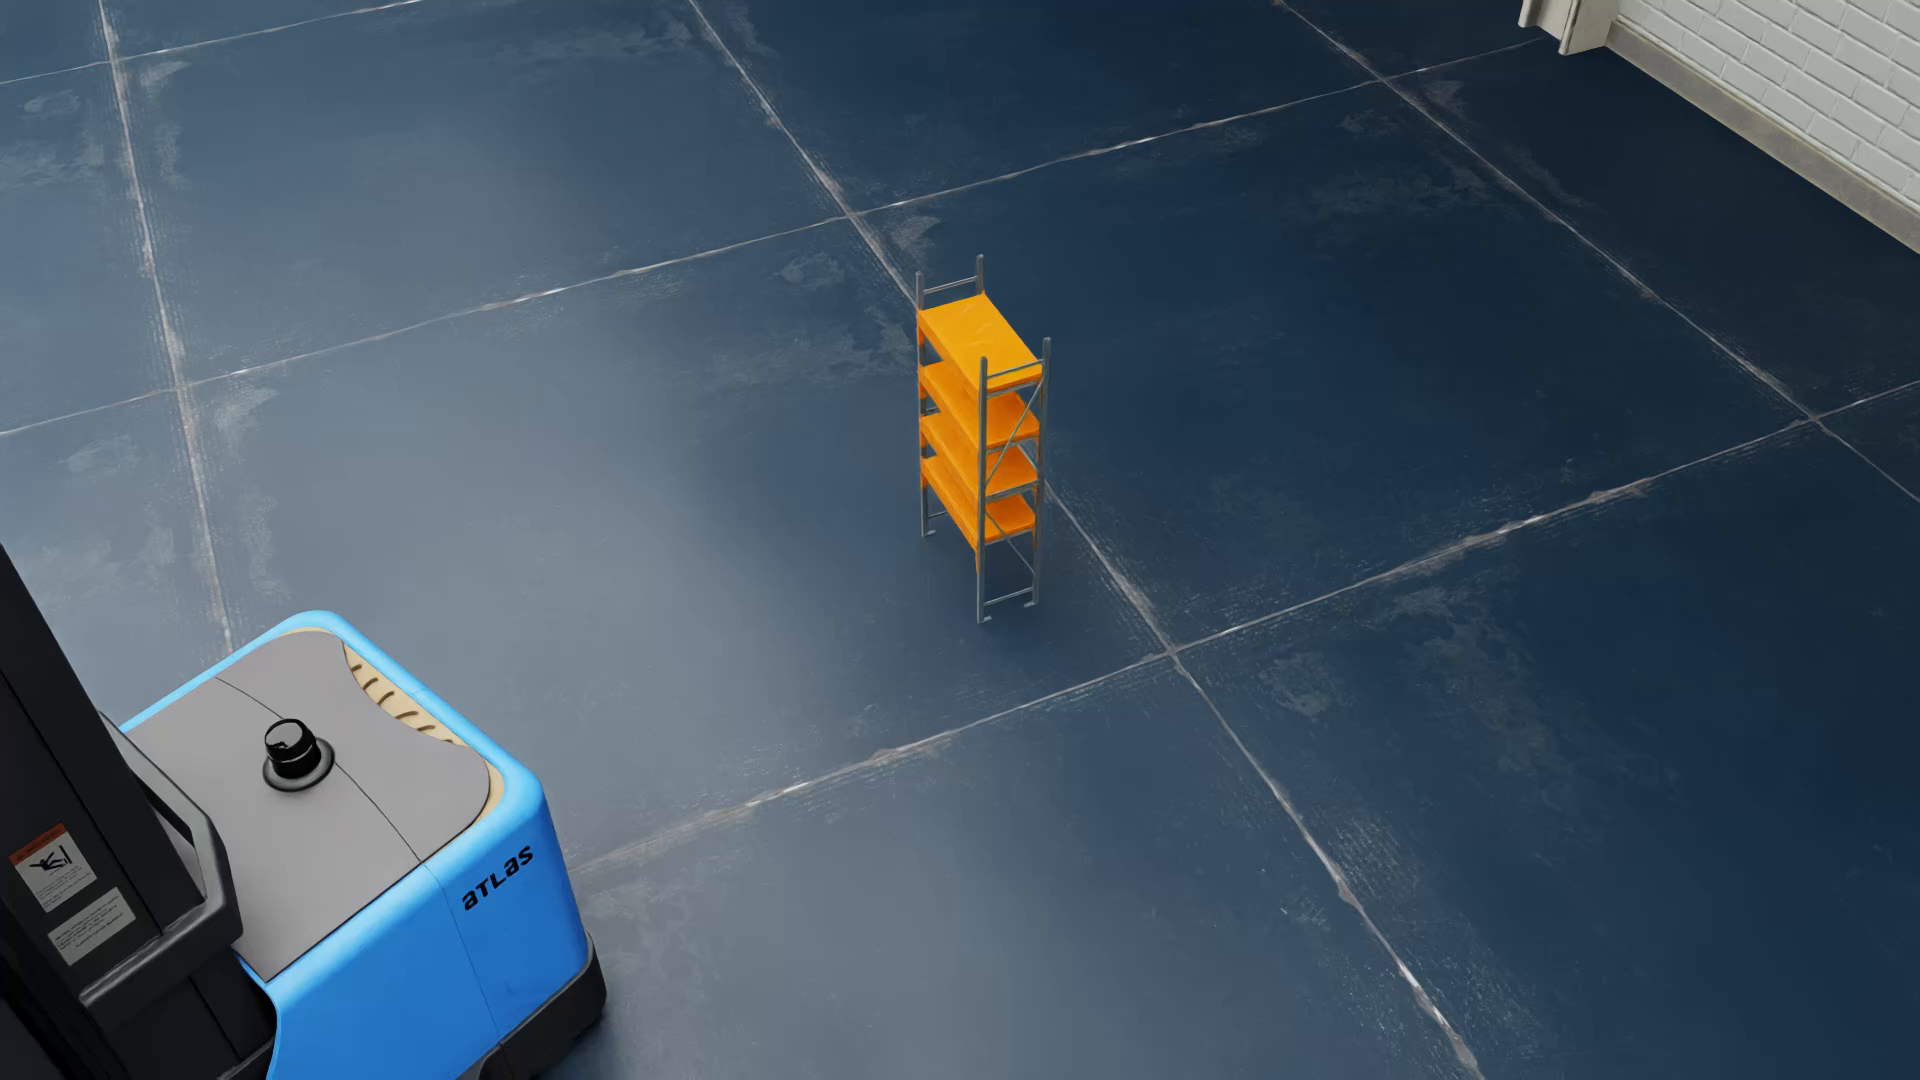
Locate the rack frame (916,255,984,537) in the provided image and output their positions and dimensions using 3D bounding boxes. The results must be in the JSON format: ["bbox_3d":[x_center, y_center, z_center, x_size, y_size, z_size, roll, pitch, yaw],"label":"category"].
[{"bbox_3d":[-0.033,-0.477,5.879,0.240,1.200,0.015,-18,47,-17],"label":"rack frame"}]

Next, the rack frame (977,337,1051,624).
[{"bbox_3d":[0.172,-0.166,5.564,0.240,1.200,0.015,-18,47,-17],"label":"rack frame"}]

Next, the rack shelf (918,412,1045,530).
[{"bbox_3d":[0.070,-0.274,5.769,0.258,0.148,0.480,-18,47,-17],"label":"rack shelf"}]

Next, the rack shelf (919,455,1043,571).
[{"bbox_3d":[0.070,-0.132,5.908,0.258,0.148,0.480,-18,47,-17],"label":"rack shelf"}]

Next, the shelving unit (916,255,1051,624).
[{"bbox_3d":[0.070,-0.322,5.722,0.258,1.200,0.503,-18,47,-17],"label":"shelving unit"}]

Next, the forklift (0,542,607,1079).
[{"bbox_3d":[-2.361,0.893,3.258,1.130,2.935,3.031,31,52,28],"label":"forklift"}]

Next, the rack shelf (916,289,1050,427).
[{"bbox_3d":[0.070,-0.601,5.446,0.258,0.148,0.480,-18,47,-17],"label":"rack shelf"}]

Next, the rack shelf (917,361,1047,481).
[{"bbox_3d":[0.070,-0.433,5.612,0.258,0.148,0.480,-18,47,-17],"label":"rack shelf"}]

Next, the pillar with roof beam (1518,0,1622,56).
[{"bbox_3d":[-0.628,-4.685,4.591,9.100,9.000,0.400,-18,47,-17],"label":"pillar with roof beam"}]
